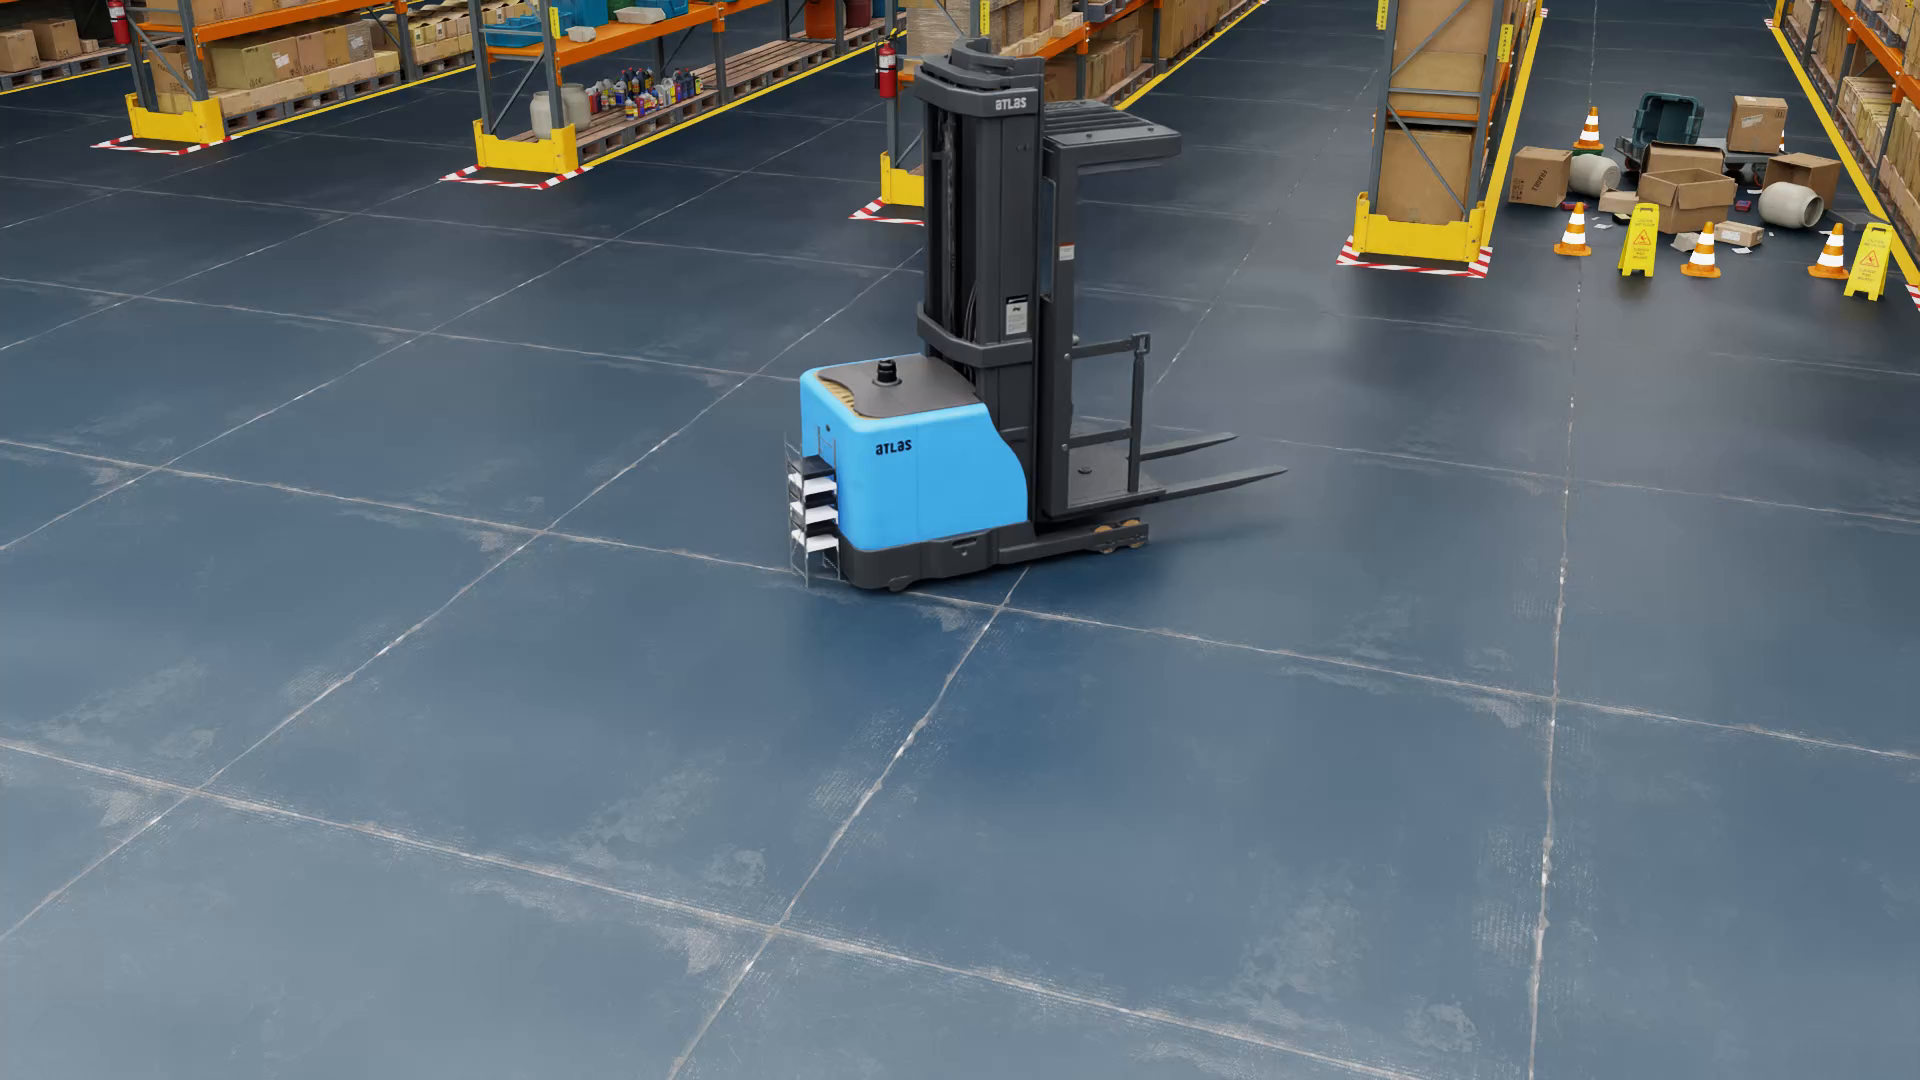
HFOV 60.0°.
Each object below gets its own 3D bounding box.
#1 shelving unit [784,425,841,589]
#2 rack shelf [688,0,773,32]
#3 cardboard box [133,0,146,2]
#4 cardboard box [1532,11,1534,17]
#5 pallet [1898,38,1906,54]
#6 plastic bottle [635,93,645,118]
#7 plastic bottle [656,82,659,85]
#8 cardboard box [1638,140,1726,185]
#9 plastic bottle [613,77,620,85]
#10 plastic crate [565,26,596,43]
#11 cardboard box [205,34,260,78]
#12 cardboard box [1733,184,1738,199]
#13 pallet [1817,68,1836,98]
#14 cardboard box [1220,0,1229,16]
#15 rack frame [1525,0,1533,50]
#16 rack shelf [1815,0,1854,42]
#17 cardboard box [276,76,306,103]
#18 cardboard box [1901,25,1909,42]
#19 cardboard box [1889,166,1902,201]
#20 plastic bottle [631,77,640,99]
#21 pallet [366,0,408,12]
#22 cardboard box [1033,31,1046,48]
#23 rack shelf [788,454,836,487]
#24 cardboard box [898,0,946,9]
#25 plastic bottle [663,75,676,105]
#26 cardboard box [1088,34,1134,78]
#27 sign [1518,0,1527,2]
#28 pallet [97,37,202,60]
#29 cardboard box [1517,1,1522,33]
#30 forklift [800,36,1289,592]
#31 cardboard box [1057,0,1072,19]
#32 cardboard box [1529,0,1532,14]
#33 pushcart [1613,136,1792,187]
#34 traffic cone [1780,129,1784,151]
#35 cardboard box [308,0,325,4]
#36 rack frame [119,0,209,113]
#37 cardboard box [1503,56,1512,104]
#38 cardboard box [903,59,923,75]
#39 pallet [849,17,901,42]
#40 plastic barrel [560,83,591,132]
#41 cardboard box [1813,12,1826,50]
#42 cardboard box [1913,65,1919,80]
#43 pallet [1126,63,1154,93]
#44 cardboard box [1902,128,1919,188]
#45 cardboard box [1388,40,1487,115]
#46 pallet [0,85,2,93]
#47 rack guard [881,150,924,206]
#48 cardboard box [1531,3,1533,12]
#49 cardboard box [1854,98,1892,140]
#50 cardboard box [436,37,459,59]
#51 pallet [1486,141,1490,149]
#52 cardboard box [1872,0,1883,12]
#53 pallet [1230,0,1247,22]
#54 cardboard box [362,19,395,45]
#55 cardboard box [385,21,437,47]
[{"bbox_3d":[-0.849,-0.186,9.601,0.210,0.900,0.258,-13,29,-25],"label":"shelving unit"},{"bbox_3d":[-2.943,-7.742,23.623,1.077,0.370,4.000,9,27,17],"label":"rack shelf"},{"bbox_3d":[-12.578,-8.577,26.026,0.500,0.250,0.500,8,27,16],"label":"cardboard box"},{"bbox_3d":[9.466,-8.921,28.024,0.380,0.149,0.250,8,27,15],"label":"cardboard box"},{"bbox_3d":[10.799,-5.295,17.964,1.003,0.211,1.213,9,27,17],"label":"pallet"},{"bbox_3d":[-3.949,-5.365,20.502,0.061,0.283,0.133,9,27,18],"label":"plastic bottle"},{"bbox_3d":[-3.827,-5.705,21.204,0.061,0.283,0.133,9,27,17],"label":"plastic bottle"},{"bbox_3d":[7.577,-3.856,17.482,0.797,0.637,0.503,9,27,17],"label":"cardboard box"},{"bbox_3d":[-4.425,-5.808,21.416,0.061,0.283,0.133,10,28,20],"label":"plastic bottle"},{"bbox_3d":[-4.338,-5.802,19.094,0.298,0.136,0.250,9,27,17],"label":"plastic crate"},{"bbox_3d":[-9.392,-6.285,21.602,0.500,0.500,0.500,9,27,17],"label":"cardboard box"},{"bbox_3d":[8.113,-3.834,17.864,0.258,0.266,0.396,-9,27,-18],"label":"cardboard box"},{"bbox_3d":[12.480,-6.290,22.998,1.003,0.211,1.213,9,27,17],"label":"pallet"},{"bbox_3d":[4.020,-9.305,27.983,0.875,0.875,0.875,9,27,17],"label":"cardboard box"},{"bbox_3d":[8.368,-9.052,25.504,1.000,3.000,0.127,9,27,17],"label":"rack frame"},{"bbox_3d":[12.404,-7.230,22.566,1.077,0.370,4.000,9,27,17],"label":"rack shelf"},{"bbox_3d":[-8.891,-5.871,21.606,0.500,0.250,0.500,9,27,17],"label":"cardboard box"},{"bbox_3d":[10.319,-5.416,17.799,0.380,0.149,0.250,9,27,18],"label":"cardboard box"},{"bbox_3d":[9.790,-3.615,16.948,0.500,0.250,0.500,10,28,20],"label":"cardboard box"},{"bbox_3d":[-4.202,-5.865,21.547,0.097,0.271,0.097,0,26,0],"label":"plastic bottle"},{"bbox_3d":[-10.878,-9.882,30.417,1.003,0.211,1.213,9,27,17],"label":"pallet"},{"bbox_3d":[0.755,-5.667,18.801,0.380,0.149,0.250,9,27,17],"label":"cardboard box"},{"bbox_3d":[-0.850,-0.399,9.498,0.200,0.077,0.258,-13,29,-25],"label":"rack shelf"},{"bbox_3d":[-0.318,-5.772,17.126,0.500,0.500,0.500,9,27,17],"label":"cardboard box"},{"bbox_3d":[-3.722,-5.731,21.180,0.144,0.351,0.185,9,27,17],"label":"plastic bottle"},{"bbox_3d":[2.017,-6.734,23.080,0.700,0.500,0.500,6,27,13],"label":"cardboard box"},{"bbox_3d":[6.230,-6.110,18.343,0.100,0.325,0.005,9,27,17],"label":"sign"},{"bbox_3d":[-12.693,-7.745,26.005,1.003,0.211,1.213,9,27,17],"label":"pallet"},{"bbox_3d":[6.302,-6.194,19.486,0.500,0.500,0.500,9,27,18],"label":"cardboard box"},{"bbox_3d":[0.598,-1.436,9.852,3.031,2.935,1.130,-11,28,-22],"label":"forklift"},{"bbox_3d":[0.855,-6.528,19.835,0.875,0.500,0.500,9,27,17],"label":"cardboard box"},{"bbox_3d":[8.359,-8.111,25.086,0.500,0.250,0.500,8,27,16],"label":"cardboard box"},{"bbox_3d":[8.241,-4.218,18.529,1.648,0.377,0.936,0,26,-1],"label":"pushcart"},{"bbox_3d":[9.500,-4.659,19.341,0.336,0.463,0.334,9,27,17],"label":"traffic cone"},{"bbox_3d":[-8.760,-7.402,21.981,0.700,0.500,0.500,9,27,18],"label":"cardboard box"},{"bbox_3d":[-9.609,-6.320,19.860,1.000,3.000,0.127,9,27,17],"label":"rack frame"},{"bbox_3d":[6.462,-5.988,21.275,1.050,0.750,0.750,9,27,18],"label":"cardboard box"},{"bbox_3d":[-0.368,-4.916,17.248,0.380,0.149,0.250,9,27,17],"label":"cardboard box"},{"bbox_3d":[-1.646,-8.462,27.485,1.003,0.211,1.213,9,27,17],"label":"pallet"},{"bbox_3d":[-4.625,-5.157,19.831,0.421,0.512,0.421,0,26,0],"label":"plastic barrel"},{"bbox_3d":[13.380,-7.654,25.075,0.875,0.438,0.875,8,27,17],"label":"cardboard box"},{"bbox_3d":[9.965,-4.781,16.970,0.380,0.149,0.250,10,27,19],"label":"cardboard box"},{"bbox_3d":[2.132,-6.593,23.625,1.003,0.211,1.213,9,27,17],"label":"pallet"},{"bbox_3d":[9.616,-3.739,16.344,0.500,0.500,0.500,10,28,20],"label":"cardboard box"},{"bbox_3d":[4.456,-4.347,15.615,0.875,0.550,0.550,9,27,17],"label":"cardboard box"},{"bbox_3d":[-13.953,-6.141,22.692,1.003,0.211,1.213,9,27,17],"label":"pallet"},{"bbox_3d":[-0.243,-3.788,17.499,1.175,0.500,0.348,9,27,17],"label":"rack guard"},{"bbox_3d":[9.188,-8.731,27.290,0.380,0.149,0.250,9,27,17],"label":"cardboard box"},{"bbox_3d":[11.046,-4.892,19.446,0.950,0.372,0.625,10,27,19],"label":"cardboard box"},{"bbox_3d":[-7.739,-7.255,24.465,0.500,0.250,0.500,9,27,19],"label":"cardboard box"},{"bbox_3d":[5.892,-4.837,19.999,1.003,0.211,1.213,9,27,17],"label":"pallet"},{"bbox_3d":[11.084,-6.374,19.779,0.380,0.149,0.250,9,27,18],"label":"cardboard box"},{"bbox_3d":[4.456,-9.362,29.344,1.003,0.211,1.213,9,27,17],"label":"pallet"},{"bbox_3d":[-8.413,-7.375,24.070,0.500,0.311,0.500,9,27,17],"label":"cardboard box"},{"bbox_3d":[-7.905,-7.301,23.917,0.500,0.311,0.500,9,27,18],"label":"cardboard box"}]
